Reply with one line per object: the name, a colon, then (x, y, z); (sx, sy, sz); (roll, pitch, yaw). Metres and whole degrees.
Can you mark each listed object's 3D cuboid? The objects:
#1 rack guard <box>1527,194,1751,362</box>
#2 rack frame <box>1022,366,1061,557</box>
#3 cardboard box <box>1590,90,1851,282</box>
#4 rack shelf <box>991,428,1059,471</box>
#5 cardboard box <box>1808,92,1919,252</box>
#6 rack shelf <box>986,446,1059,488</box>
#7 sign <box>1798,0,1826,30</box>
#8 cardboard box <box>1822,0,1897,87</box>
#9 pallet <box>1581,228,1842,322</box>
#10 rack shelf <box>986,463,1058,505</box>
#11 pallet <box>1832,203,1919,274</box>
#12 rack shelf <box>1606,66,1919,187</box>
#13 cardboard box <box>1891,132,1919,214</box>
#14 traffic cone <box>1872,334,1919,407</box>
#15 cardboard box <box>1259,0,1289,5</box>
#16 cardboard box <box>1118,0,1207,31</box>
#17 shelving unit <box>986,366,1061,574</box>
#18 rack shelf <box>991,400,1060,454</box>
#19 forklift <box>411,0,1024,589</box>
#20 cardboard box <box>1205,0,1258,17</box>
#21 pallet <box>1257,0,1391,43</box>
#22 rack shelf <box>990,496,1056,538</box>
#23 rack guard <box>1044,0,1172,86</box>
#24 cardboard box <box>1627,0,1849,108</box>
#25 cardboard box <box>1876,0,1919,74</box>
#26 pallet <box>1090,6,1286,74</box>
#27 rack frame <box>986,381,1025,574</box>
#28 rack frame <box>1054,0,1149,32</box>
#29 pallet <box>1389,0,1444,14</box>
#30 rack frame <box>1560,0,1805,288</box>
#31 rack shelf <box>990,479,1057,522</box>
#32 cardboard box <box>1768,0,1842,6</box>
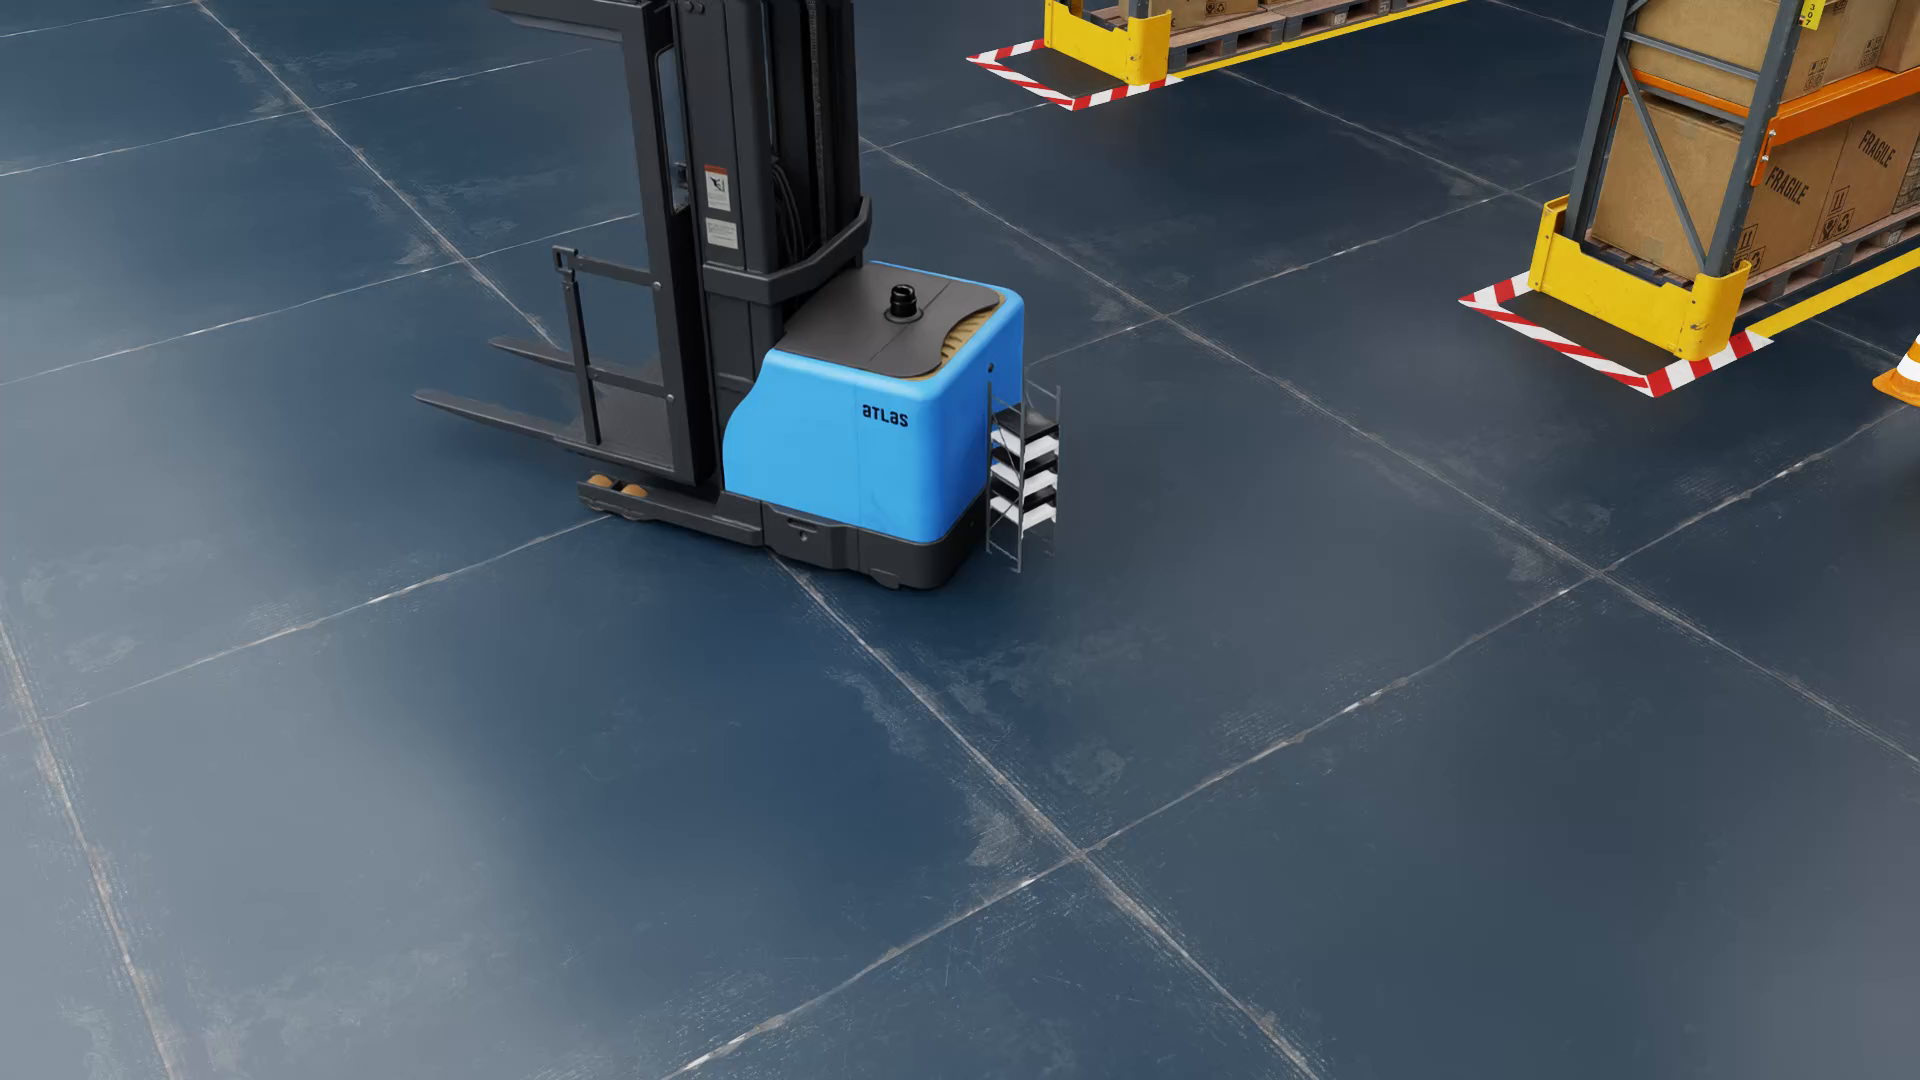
rack guard: (3.813, -1.502, 9.410); (0.348, 0.500, 1.175); (-22, 41, -28)
rack frame: (0.354, -0.341, 7.454); (0.006, 0.900, 0.240); (-26, 43, -31)
cardboard box: (4.349, -2.093, 9.551); (0.875, 0.875, 0.875); (-22, 41, -28)
rack shelf: (0.276, -0.423, 7.316); (0.200, 0.077, 0.258); (-26, 43, -31)
cardboard box: (5.067, -2.390, 9.963); (0.875, 0.875, 0.875); (-23, 42, -29)
rack shelf: (0.276, -0.350, 7.368); (0.200, 0.077, 0.258); (-26, 43, -31)
sign: (4.147, -2.642, 8.045); (0.005, 0.325, 0.100); (-22, 41, -28)
cardboard box: (4.547, -2.928, 9.123); (0.550, 0.550, 0.875); (-22, 41, -28)
pallet: (4.441, -1.699, 9.932); (1.213, 0.211, 1.003); (-22, 41, -28)
rack shelf: (0.276, -0.277, 7.421); (0.200, 0.077, 0.258); (-26, 43, -31)
pallet: (5.438, -2.107, 10.499); (1.213, 0.211, 1.003); (-22, 41, -28)
rack shelf: (5.467, -2.906, 9.837); (4.000, 0.370, 1.077); (-22, 41, -28)
cardboard box: (5.813, -2.695, 10.389); (0.875, 0.875, 0.875); (-22, 41, -28)
traffic cone: (5.085, -0.996, 8.739); (0.334, 0.463, 0.336); (-22, 41, -28)
cardboard box: (2.570, -4.703, 13.501); (0.500, 0.500, 0.500); (-18, 40, -24)
cardboard box: (1.578, -4.284, 12.919); (0.500, 0.500, 0.500); (-15, 38, -20)
shelving unit: (0.276, -0.304, 7.401); (0.210, 0.900, 0.258); (-26, 43, -31)
rack shelf: (0.276, -0.496, 7.263); (0.200, 0.077, 0.258); (-26, 43, -31)
forklift: (-1.258, -1.546, 7.389); (3.031, 2.935, 1.130); (15, 38, 20)
cardboard box: (2.047, -4.501, 13.221); (0.500, 0.500, 0.500); (-12, 37, -16)
pallet: (2.801, -4.484, 13.804); (1.213, 0.211, 1.003); (-22, 41, -28)
rack shelf: (0.276, -0.130, 7.526); (0.200, 0.077, 0.258); (-26, 43, -31)
rack guard: (1.120, -3.937, 12.796); (0.348, 0.500, 1.175); (-22, 41, -28)
cardboard box: (4.110, -2.732, 8.852); (0.550, 0.550, 0.875); (-22, 41, -28)
cardboard box: (5.077, -3.056, 9.302); (0.550, 0.550, 0.875); (-22, 41, -28)
pallet: (1.805, -4.076, 13.237); (1.213, 0.211, 1.003); (-22, 41, -28)
rack frame: (0.197, -0.266, 7.349); (0.006, 0.900, 0.240); (-26, 43, -31)
rack frame: (1.058, -4.926, 12.031); (0.127, 3.000, 1.000); (-22, 41, -28)
pallet: (3.799, -4.897, 14.378); (1.213, 0.211, 1.003); (-22, 41, -28)
rack frame: (3.833, -2.525, 8.692); (0.127, 3.000, 1.000); (-22, 41, -28)
rack shelf: (0.276, -0.203, 7.473); (0.200, 0.077, 0.258); (-26, 43, -31)
cardboard box: (4.158, -3.131, 8.481); (0.550, 0.550, 0.875); (-22, 41, -28)
